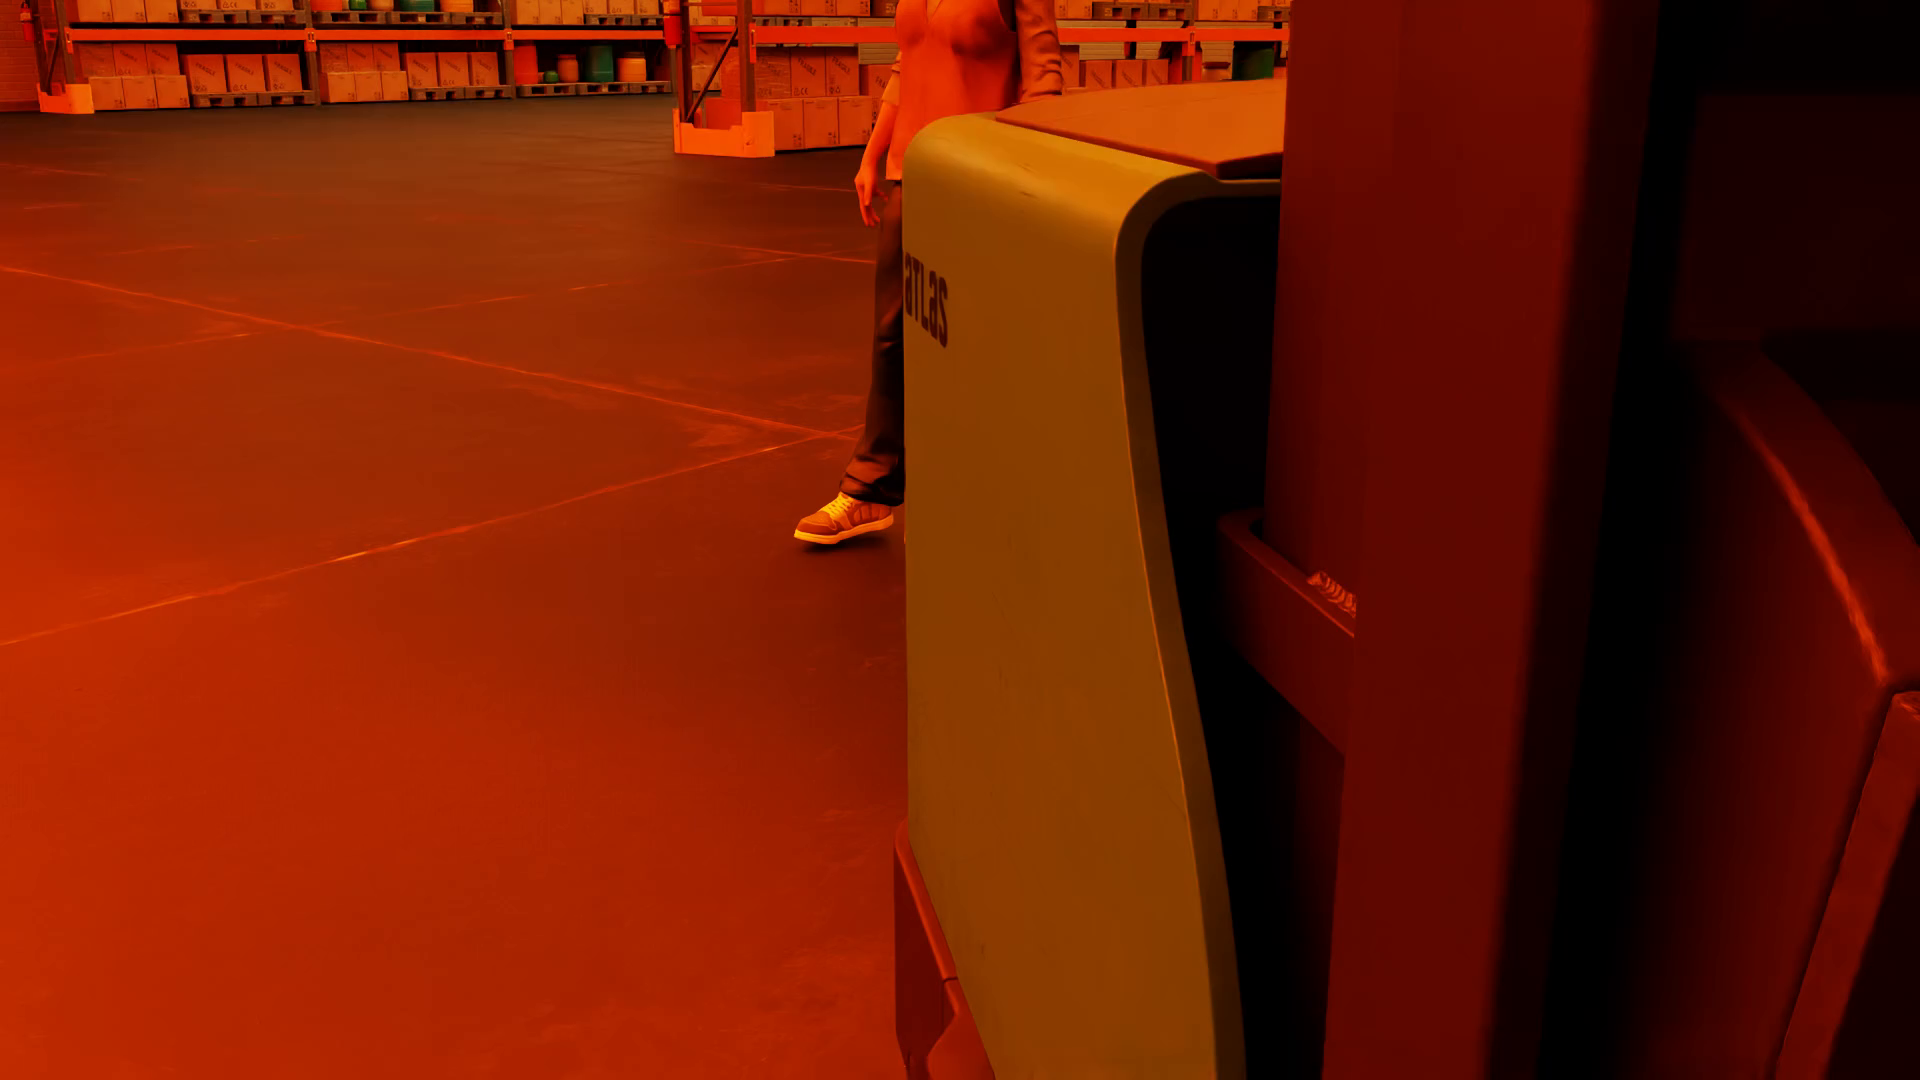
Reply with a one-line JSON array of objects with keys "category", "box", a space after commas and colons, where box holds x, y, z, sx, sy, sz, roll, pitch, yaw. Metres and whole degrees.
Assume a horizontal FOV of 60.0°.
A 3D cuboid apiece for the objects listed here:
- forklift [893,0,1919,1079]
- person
[{"category": "forklift", "box": [0.726, -0.406, 0.234, 1.130, 2.935, 3.031, -3, 17, -11]}, {"category": "person", "box": [-0.058, -0.757, 3.661, 0.520, 1.599, 0.473, 13, 21, 37]}]
